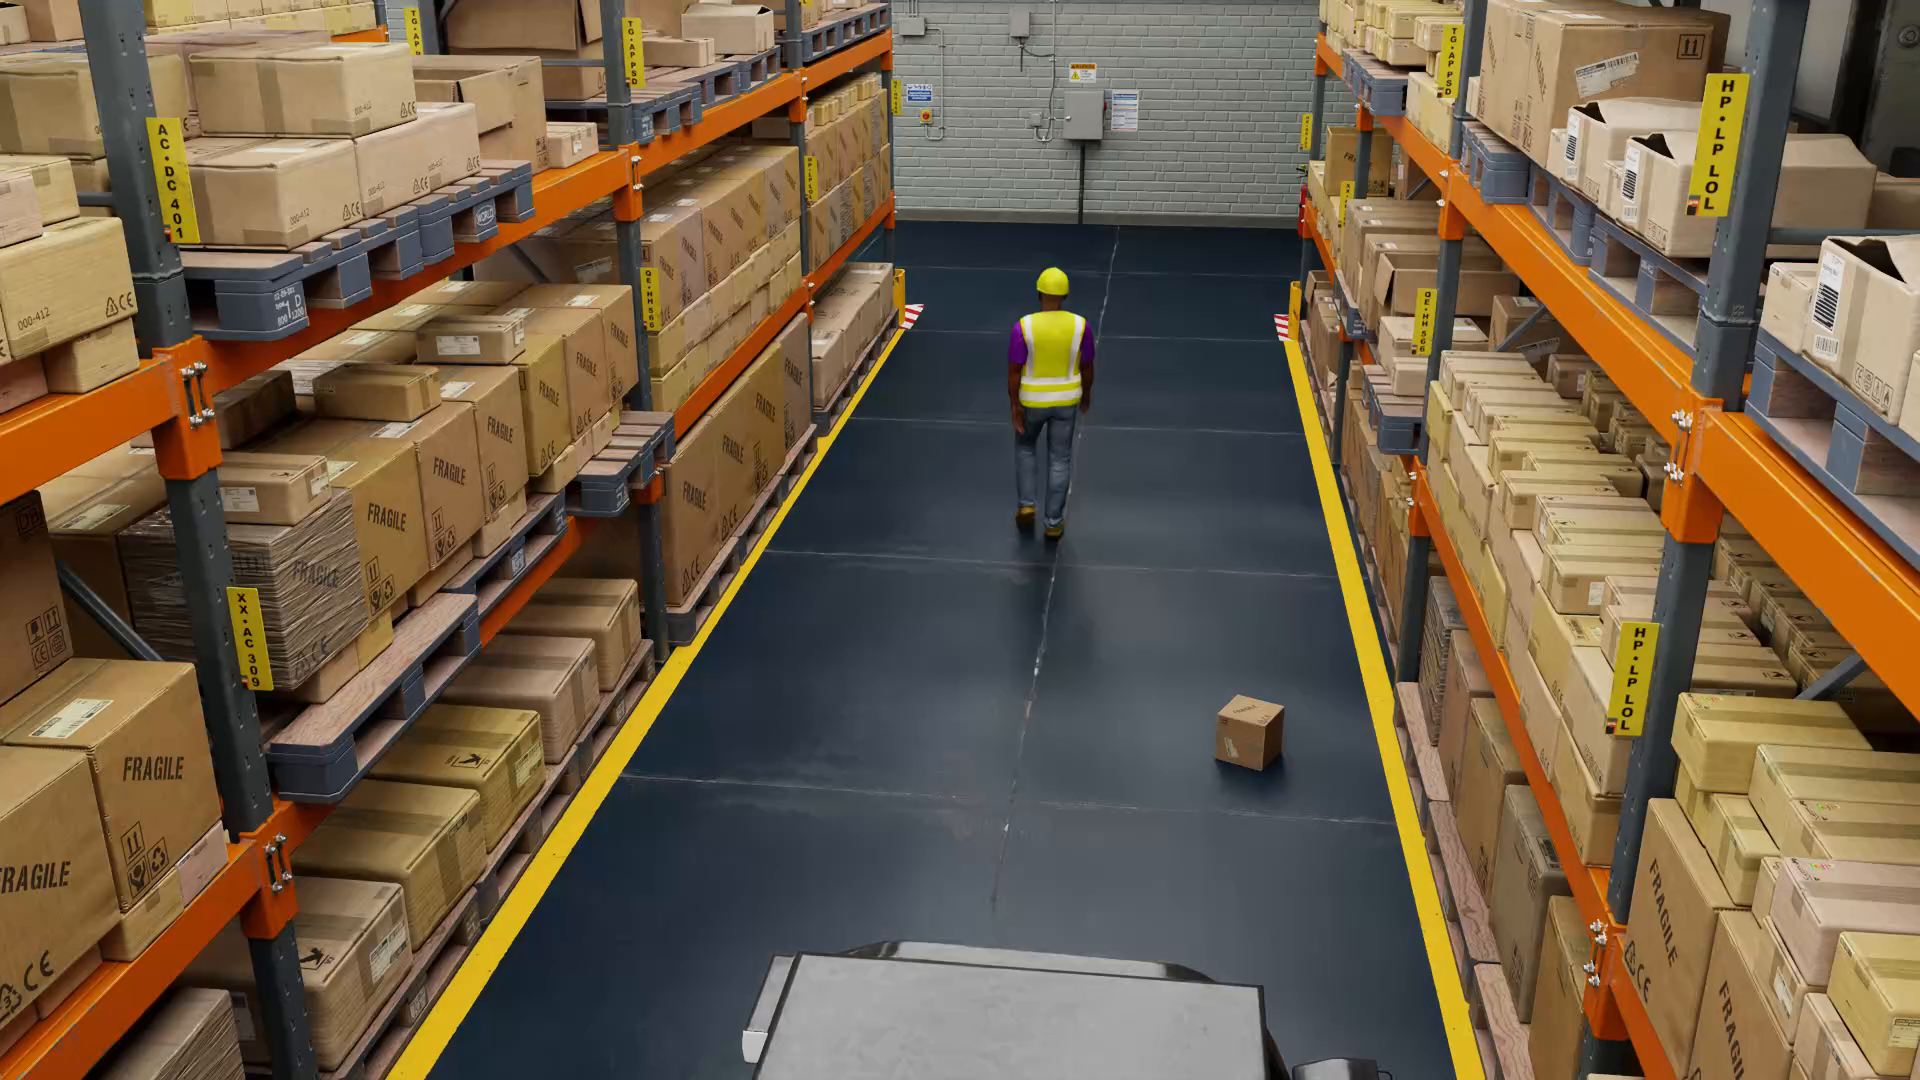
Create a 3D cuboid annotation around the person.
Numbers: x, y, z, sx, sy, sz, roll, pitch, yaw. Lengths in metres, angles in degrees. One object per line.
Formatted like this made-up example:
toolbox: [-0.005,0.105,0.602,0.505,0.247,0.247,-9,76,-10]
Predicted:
person: [0.587,-0.890,10.896,0.572,1.827,0.567,0,21,-1]
